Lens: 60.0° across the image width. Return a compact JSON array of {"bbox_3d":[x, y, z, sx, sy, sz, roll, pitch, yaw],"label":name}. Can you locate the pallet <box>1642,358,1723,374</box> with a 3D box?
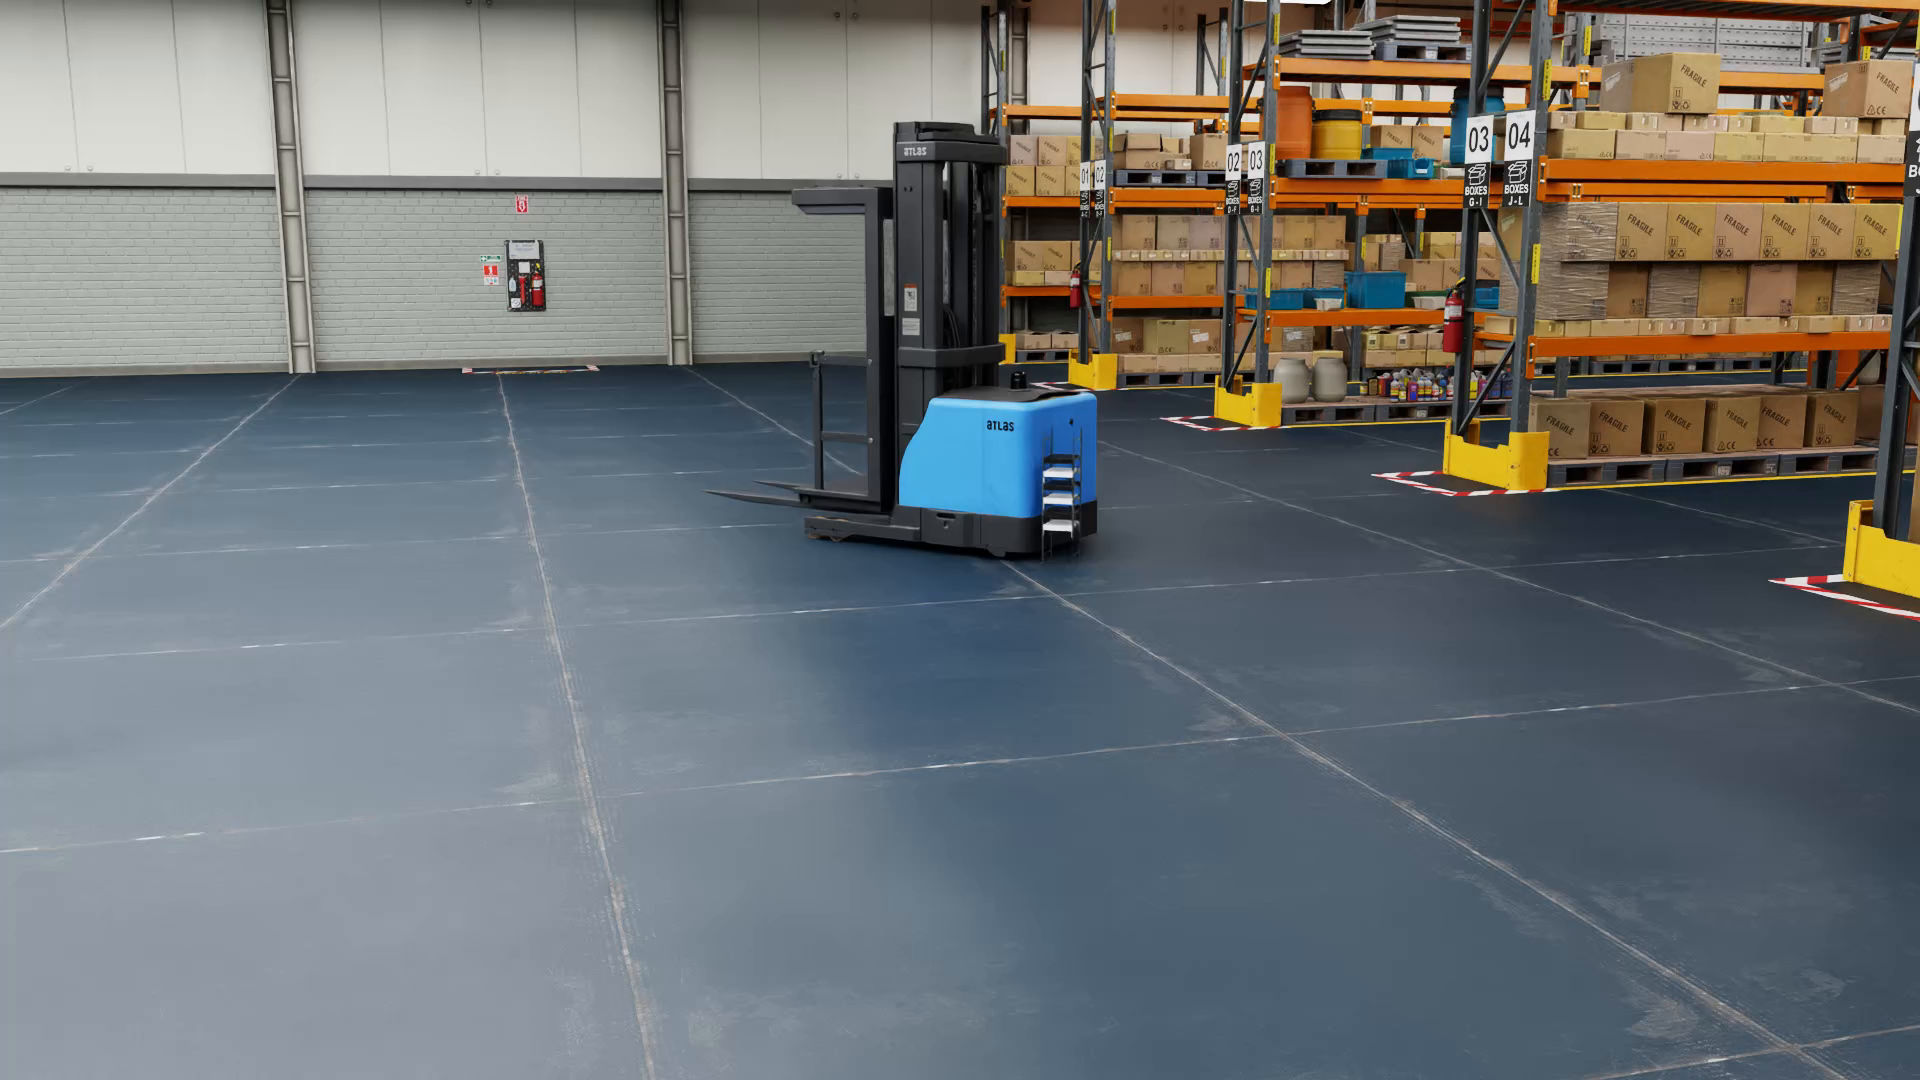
[{"bbox_3d":[11.528,-2.853,26.959,1.213,0.211,1.003,-3,11,-16],"label":"pallet"}]

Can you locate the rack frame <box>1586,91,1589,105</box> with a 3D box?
[{"bbox_3d":[12.084,-8.146,31.439,0.127,3.000,1.000,-3,11,-16],"label":"rack frame"}]

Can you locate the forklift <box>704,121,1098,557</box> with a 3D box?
[{"bbox_3d":[-0.530,-1.503,12.117,3.031,2.935,1.130,7,12,32],"label":"forklift"}]

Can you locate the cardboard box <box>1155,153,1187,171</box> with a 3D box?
[{"bbox_3d":[2.982,-5.508,24.263,0.500,0.250,0.500,-3,11,-16],"label":"cardboard box"}]

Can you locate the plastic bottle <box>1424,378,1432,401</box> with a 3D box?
[{"bbox_3d":[5.584,-1.800,19.861,0.097,0.271,0.097,0,10,0],"label":"plastic bottle"}]

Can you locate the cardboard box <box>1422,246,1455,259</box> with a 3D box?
[{"bbox_3d":[8.781,-5.178,30.736,0.500,0.500,0.500,-3,11,-14],"label":"cardboard box"}]

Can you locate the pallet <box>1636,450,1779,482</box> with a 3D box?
[{"bbox_3d":[6.747,-0.733,15.446,1.213,0.211,1.003,-3,11,-16],"label":"pallet"}]

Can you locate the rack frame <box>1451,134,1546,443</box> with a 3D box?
[{"bbox_3d":[4.715,-2.005,14.651,0.127,3.000,1.000,-3,11,-16],"label":"rack frame"}]

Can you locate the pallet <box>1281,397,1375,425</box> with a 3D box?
[{"bbox_3d":[4.172,-1.547,19.864,1.213,0.211,1.003,-3,11,-16],"label":"pallet"}]

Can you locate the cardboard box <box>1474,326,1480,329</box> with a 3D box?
[{"bbox_3d":[8.054,-3.233,26.209,0.500,0.311,0.500,-3,11,-17],"label":"cardboard box"}]

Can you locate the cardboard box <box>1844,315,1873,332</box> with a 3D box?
[{"bbox_3d":[8.189,-2.011,15.377,0.250,0.149,0.380,-3,11,-16],"label":"cardboard box"}]

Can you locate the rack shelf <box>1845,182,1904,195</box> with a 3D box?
[{"bbox_3d":[10.476,-3.430,16.094,4.000,0.370,1.077,-3,11,-16],"label":"rack shelf"}]

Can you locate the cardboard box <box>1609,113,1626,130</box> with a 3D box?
[{"bbox_3d":[5.528,-3.607,14.380,0.250,0.149,0.380,-3,11,-17],"label":"cardboard box"}]

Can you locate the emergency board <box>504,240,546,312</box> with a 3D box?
[{"bbox_3d":[-7.152,-4.352,27.400,0.643,1.169,0.194,-3,11,-16],"label":"emergency board"}]

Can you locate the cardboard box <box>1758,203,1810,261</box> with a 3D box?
[{"bbox_3d":[7.241,-2.773,14.966,0.500,0.500,0.500,-3,11,-16],"label":"cardboard box"}]

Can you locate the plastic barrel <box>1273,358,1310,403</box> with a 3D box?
[{"bbox_3d":[3.941,-1.895,19.769,0.421,0.512,0.421,0,10,0],"label":"plastic barrel"}]

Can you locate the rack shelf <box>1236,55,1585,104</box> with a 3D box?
[{"bbox_3d":[5.251,-5.367,19.436,4.000,0.370,1.077,-3,11,-16],"label":"rack shelf"}]

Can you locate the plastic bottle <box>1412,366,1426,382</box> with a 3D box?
[{"bbox_3d":[5.691,-1.982,20.629,0.185,0.351,0.144,-3,11,-16],"label":"plastic bottle"}]

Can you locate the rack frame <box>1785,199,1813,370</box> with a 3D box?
[{"bbox_3d":[13.472,-4.334,27.305,0.127,3.000,1.000,-3,11,-16],"label":"rack frame"}]

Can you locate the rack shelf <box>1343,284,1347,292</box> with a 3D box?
[{"bbox_3d":[6.323,-4.538,30.398,4.000,0.370,1.077,-3,11,-16],"label":"rack shelf"}]

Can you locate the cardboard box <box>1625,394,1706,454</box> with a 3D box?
[{"bbox_3d":[6.490,-1.075,15.346,0.500,0.500,0.500,-2,11,-11],"label":"cardboard box"}]

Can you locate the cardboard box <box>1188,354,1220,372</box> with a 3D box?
[{"bbox_3d":[3.486,-2.621,24.433,0.500,0.250,0.500,-3,11,-16],"label":"cardboard box"}]

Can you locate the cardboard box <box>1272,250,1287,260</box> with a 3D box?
[{"bbox_3d":[4.612,-4.195,24.483,0.250,0.149,0.380,-3,11,-16],"label":"cardboard box"}]

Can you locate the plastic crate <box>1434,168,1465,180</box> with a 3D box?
[{"bbox_3d":[5.743,-4.262,19.357,0.396,0.136,0.243,-3,11,-16],"label":"plastic crate"}]

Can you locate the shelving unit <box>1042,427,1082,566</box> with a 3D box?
[{"bbox_3d":[0.685,-0.292,11.149,0.210,0.900,0.258,3,11,17],"label":"shelving unit"}]

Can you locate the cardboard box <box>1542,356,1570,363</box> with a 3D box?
[{"bbox_3d":[9.194,-2.917,26.042,0.500,0.250,0.500,-3,11,-15],"label":"cardboard box"}]

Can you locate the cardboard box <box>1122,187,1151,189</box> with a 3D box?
[{"bbox_3d":[2.976,-6.198,28.813,0.500,0.500,0.500,-3,11,-18],"label":"cardboard box"}]

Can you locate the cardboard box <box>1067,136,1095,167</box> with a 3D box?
[{"bbox_3d":[1.984,-6.636,28.428,0.500,0.500,0.500,-3,11,-14],"label":"cardboard box"}]

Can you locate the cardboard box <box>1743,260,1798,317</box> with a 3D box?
[{"bbox_3d":[7.165,-2.329,15.313,0.500,0.500,0.875,-3,11,-16],"label":"cardboard box"}]

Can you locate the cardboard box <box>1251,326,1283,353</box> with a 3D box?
[{"bbox_3d":[4.444,-3.042,24.648,0.500,0.500,0.500,-3,11,-16],"label":"cardboard box"}]

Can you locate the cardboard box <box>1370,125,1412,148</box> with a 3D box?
[{"bbox_3d":[6.394,-5.931,24.875,0.500,0.500,0.500,-3,11,-15],"label":"cardboard box"}]

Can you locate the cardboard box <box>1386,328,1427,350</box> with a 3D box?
[{"bbox_3d":[6.739,-3.062,25.277,0.500,0.311,0.500,-3,11,-17],"label":"cardboard box"}]

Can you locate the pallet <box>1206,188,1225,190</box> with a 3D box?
[{"bbox_3d":[5.025,-6.186,29.597,1.003,0.211,1.213,-3,11,-16],"label":"pallet"}]

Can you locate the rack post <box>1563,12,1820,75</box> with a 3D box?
[{"bbox_3d":[9.038,-6.231,20.489,3.121,1.000,1.013,-3,11,-16],"label":"rack post"}]

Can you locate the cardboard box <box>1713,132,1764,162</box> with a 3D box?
[{"bbox_3d":[6.719,-3.464,14.710,0.500,0.250,0.500,-3,11,-14],"label":"cardboard box"}]

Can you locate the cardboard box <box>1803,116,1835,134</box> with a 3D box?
[{"bbox_3d":[7.568,-3.694,14.856,0.250,0.149,0.380,-3,11,-18],"label":"cardboard box"}]

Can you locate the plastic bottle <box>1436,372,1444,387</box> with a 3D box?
[{"bbox_3d":[5.968,-1.951,20.677,0.097,0.271,0.097,0,10,0],"label":"plastic bottle"}]

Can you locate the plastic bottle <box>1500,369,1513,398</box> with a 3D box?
[{"bbox_3d":[6.634,-1.899,20.179,0.185,0.351,0.144,-3,11,-17],"label":"plastic bottle"}]

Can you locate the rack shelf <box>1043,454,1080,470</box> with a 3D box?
[{"bbox_3d":[0.685,-0.525,11.106,0.200,0.077,0.258,3,11,17],"label":"rack shelf"}]

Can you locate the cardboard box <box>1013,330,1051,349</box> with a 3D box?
[{"bbox_3d":[1.251,-3.501,28.992,0.500,0.311,0.500,-4,11,-22],"label":"cardboard box"}]

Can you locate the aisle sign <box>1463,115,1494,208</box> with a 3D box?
[{"bbox_3d":[4.572,-3.332,14.682,0.004,0.787,0.394,-3,11,-16],"label":"aisle sign"}]

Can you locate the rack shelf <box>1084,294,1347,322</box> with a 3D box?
[{"bbox_3d":[3.870,-3.474,24.621,4.000,0.370,1.077,-3,11,-16],"label":"rack shelf"}]

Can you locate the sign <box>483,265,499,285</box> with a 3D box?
[{"bbox_3d":[-7.712,-4.359,27.342,0.234,0.329,0.001,-3,11,-16],"label":"sign"}]

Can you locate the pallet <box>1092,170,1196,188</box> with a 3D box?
[{"bbox_3d":[2.636,-5.190,23.913,1.213,0.211,1.003,-3,11,-16],"label":"pallet"}]

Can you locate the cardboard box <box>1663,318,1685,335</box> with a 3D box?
[{"bbox_3d":[6.254,-1.919,14.877,0.250,0.149,0.380,-3,11,-16],"label":"cardboard box"}]

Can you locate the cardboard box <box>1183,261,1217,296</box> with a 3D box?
[{"bbox_3d":[3.383,-3.849,24.394,0.500,0.500,0.700,-3,11,-16],"label":"cardboard box"}]

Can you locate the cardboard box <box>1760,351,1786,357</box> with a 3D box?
[{"bbox_3d":[13.078,-3.247,27.085,0.500,0.500,0.500,-3,11,-16],"label":"cardboard box"}]

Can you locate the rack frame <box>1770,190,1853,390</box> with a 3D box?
[{"bbox_3d":[11.012,-3.271,21.527,0.127,3.000,1.000,-3,11,-16],"label":"rack frame"}]

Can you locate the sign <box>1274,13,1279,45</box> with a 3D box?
[{"bbox_3d":[3.480,-5.618,18.283,0.005,0.325,0.100,-3,11,-16],"label":"sign"}]

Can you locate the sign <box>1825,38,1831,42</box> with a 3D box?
[{"bbox_3d":[13.632,-7.726,26.141,0.005,0.325,0.100,-3,11,-16],"label":"sign"}]

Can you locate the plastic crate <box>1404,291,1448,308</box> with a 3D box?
[{"bbox_3d":[5.789,-2.944,20.340,0.662,0.188,0.450,-3,11,-16],"label":"plastic crate"}]

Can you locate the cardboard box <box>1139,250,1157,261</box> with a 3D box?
[{"bbox_3d":[2.640,-4.091,23.918,0.250,0.149,0.380,-3,11,-17],"label":"cardboard box"}]

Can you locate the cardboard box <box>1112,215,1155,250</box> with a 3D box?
[{"bbox_3d":[2.453,-4.438,24.011,0.500,0.500,0.700,-3,11,-16],"label":"cardboard box"}]

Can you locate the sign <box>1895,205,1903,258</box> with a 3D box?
[{"bbox_3d":[5.866,-1.918,10.330,0.005,0.325,0.100,-3,11,-16],"label":"sign"}]
